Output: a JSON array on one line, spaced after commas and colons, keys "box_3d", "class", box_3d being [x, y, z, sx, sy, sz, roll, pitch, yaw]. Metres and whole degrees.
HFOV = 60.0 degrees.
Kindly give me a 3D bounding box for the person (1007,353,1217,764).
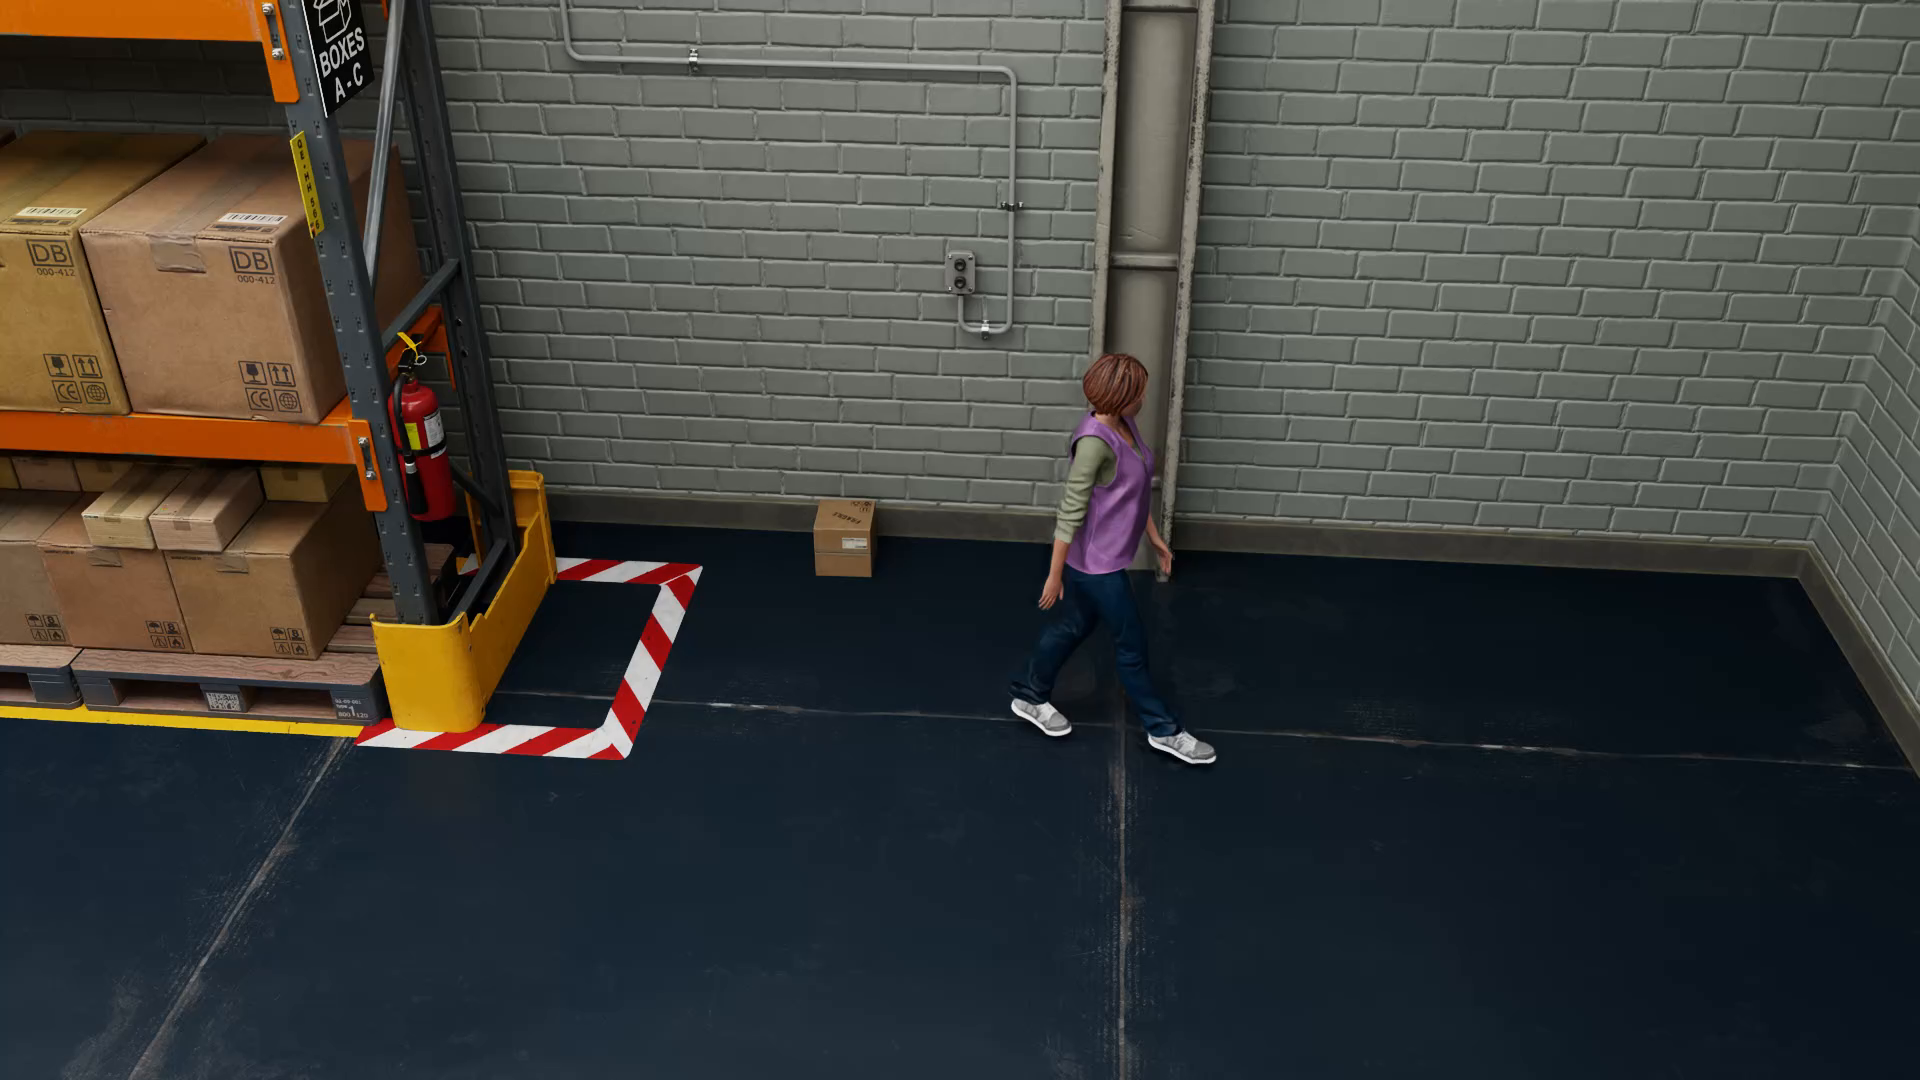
[{"box_3d": [0.588, 0.074, 6.011, 0.834, 1.554, 0.487, 9, 33, 13], "class": "person"}]
